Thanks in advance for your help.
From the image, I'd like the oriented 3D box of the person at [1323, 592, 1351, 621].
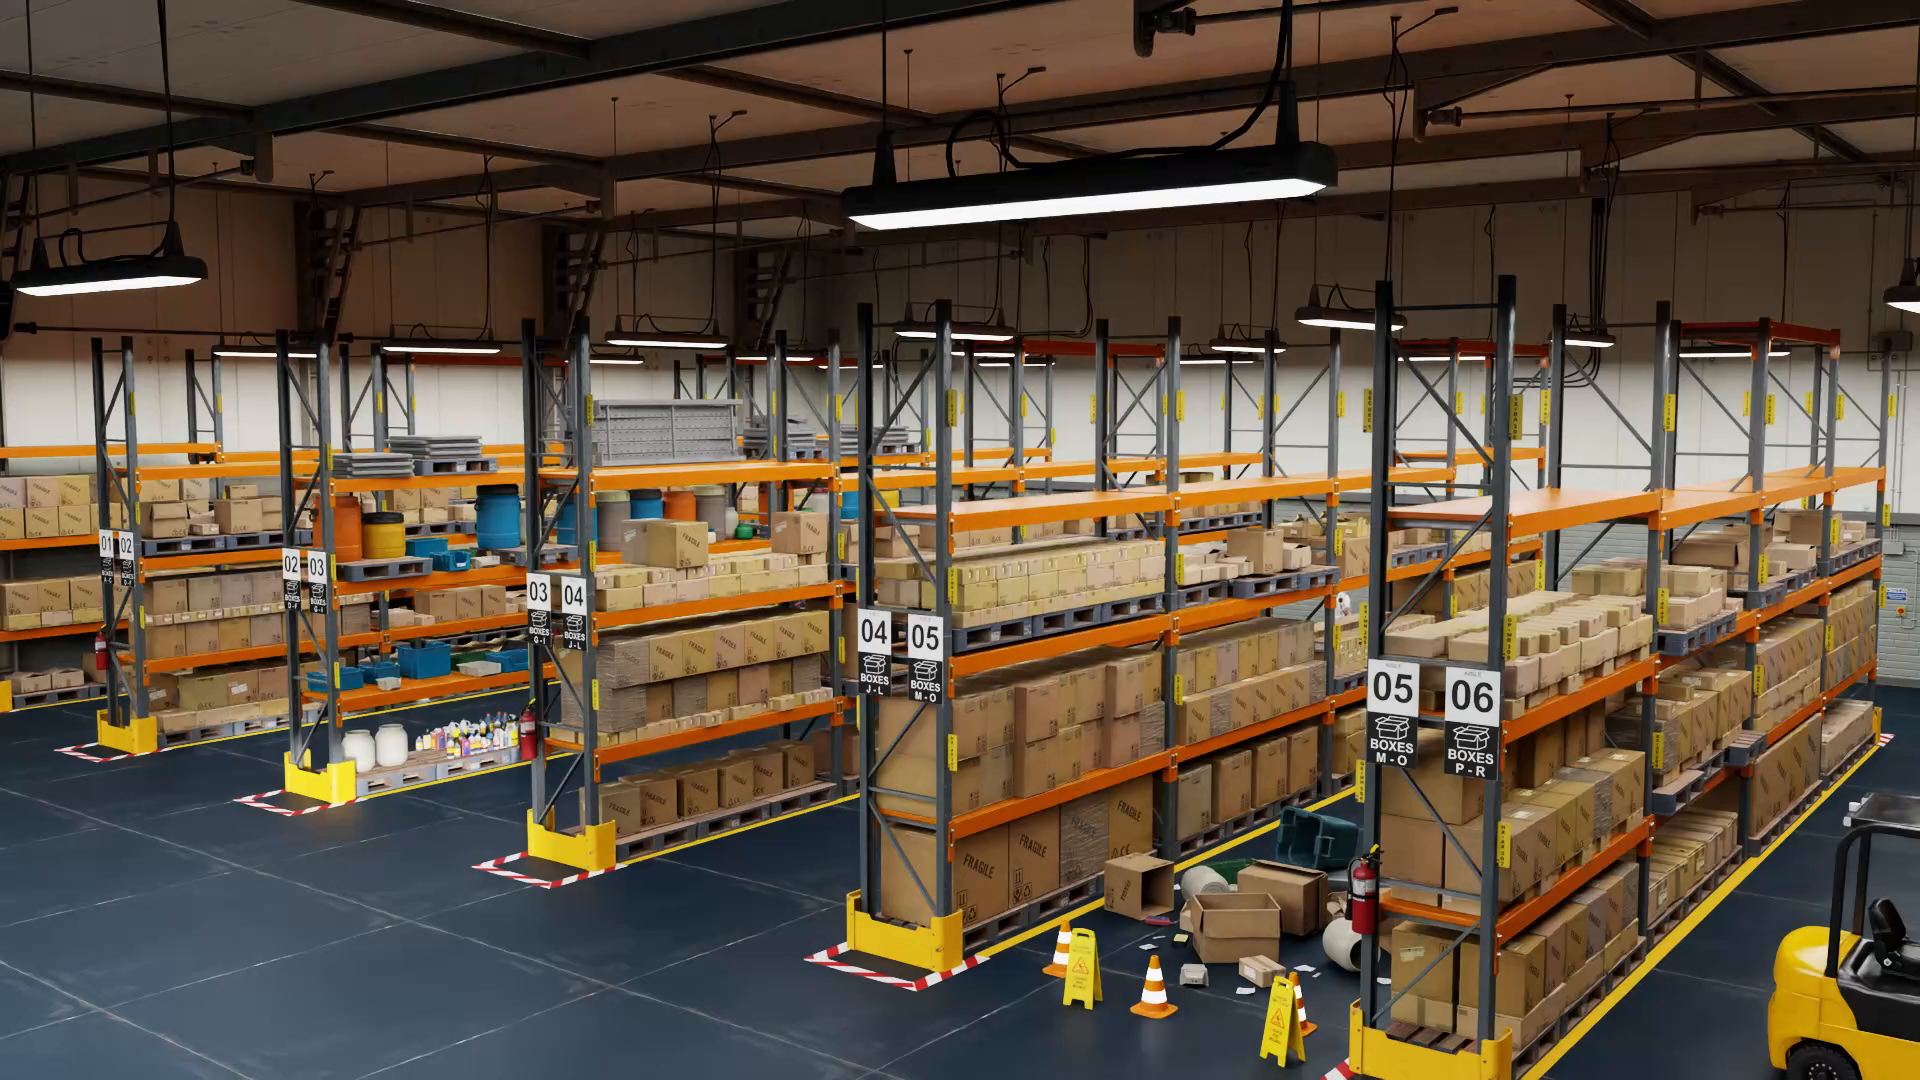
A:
[{"bbox_3d":[7.079,1.563,31.266,0.552,1.722,1.054,2,5,23],"label":"person"}]
